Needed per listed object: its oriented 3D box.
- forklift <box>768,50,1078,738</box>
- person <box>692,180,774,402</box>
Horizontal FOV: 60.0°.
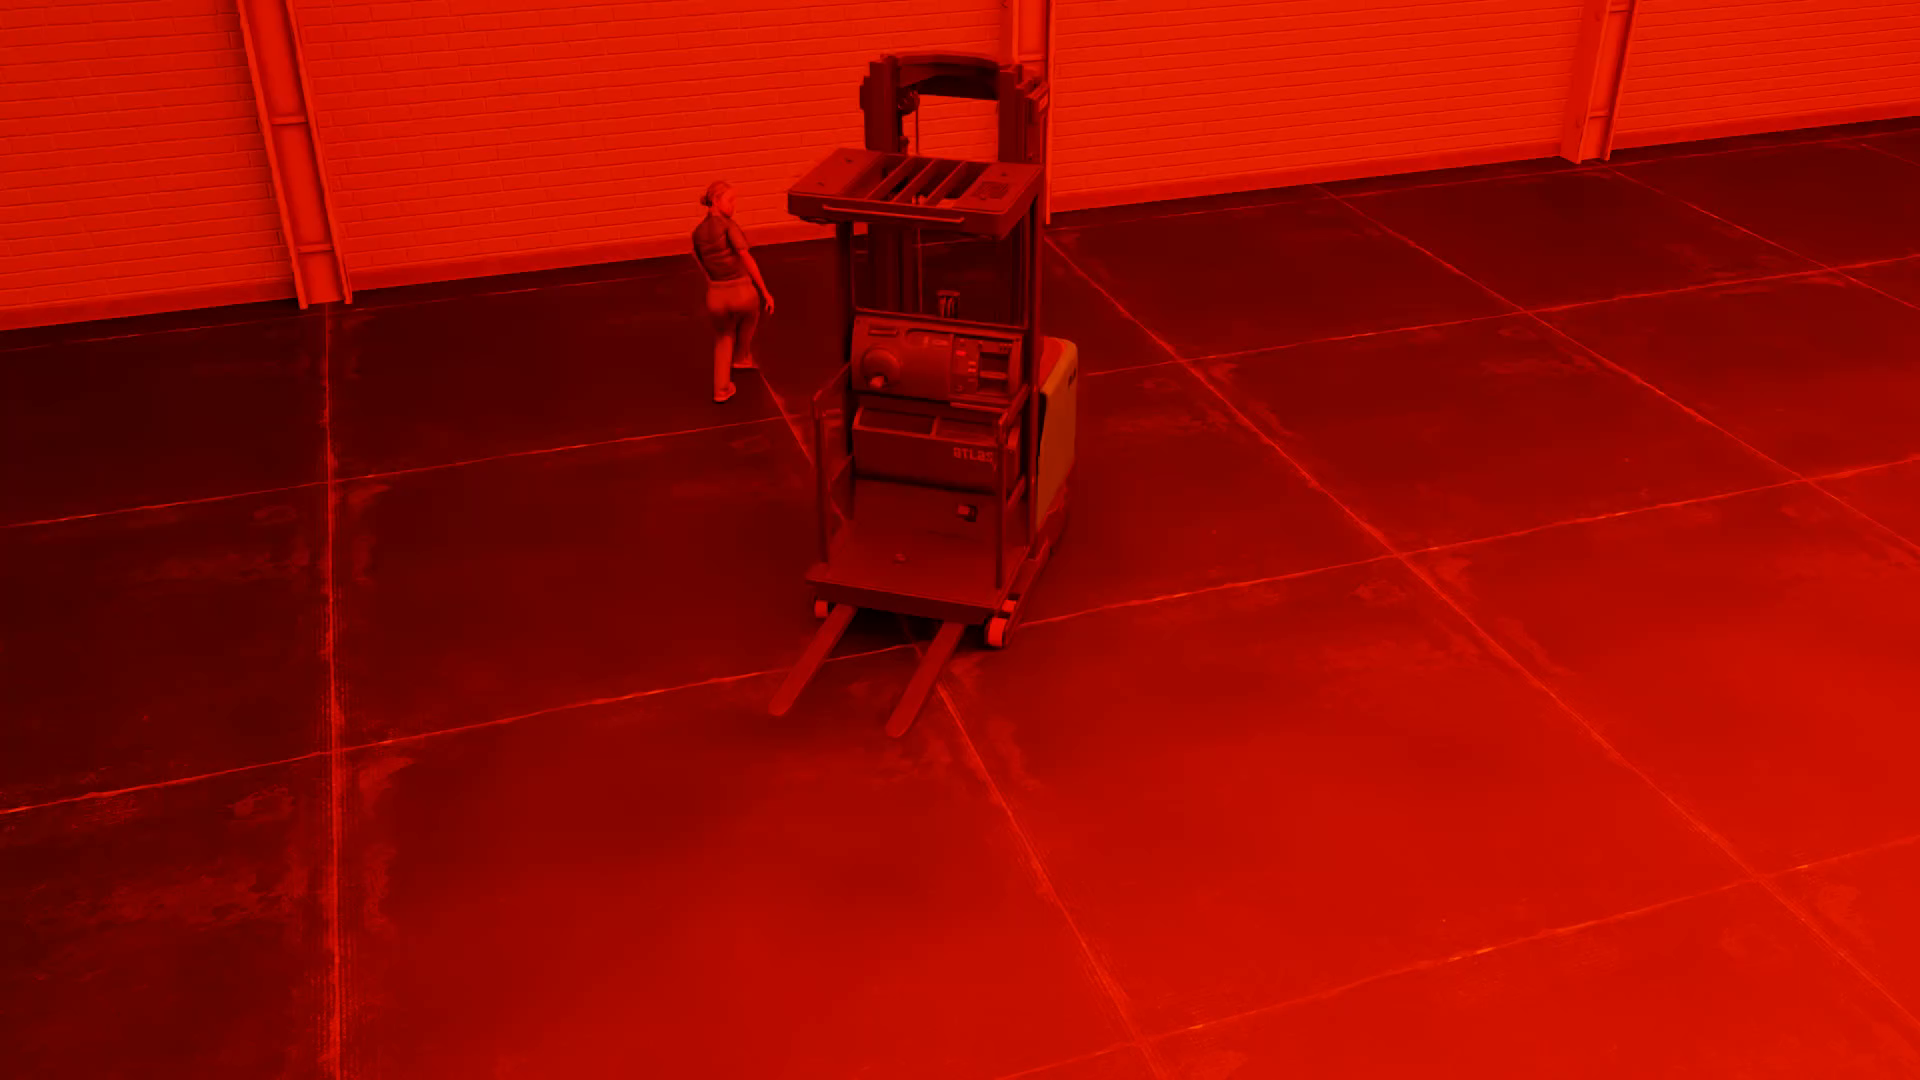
[{"bbox_3d":[-0.187,-0.904,8.659,1.130,2.935,3.031,8,31,14],"label":"forklift"},{"bbox_3d":[-1.505,-1.759,11.601,0.688,1.501,0.744,8,31,13],"label":"person"}]
